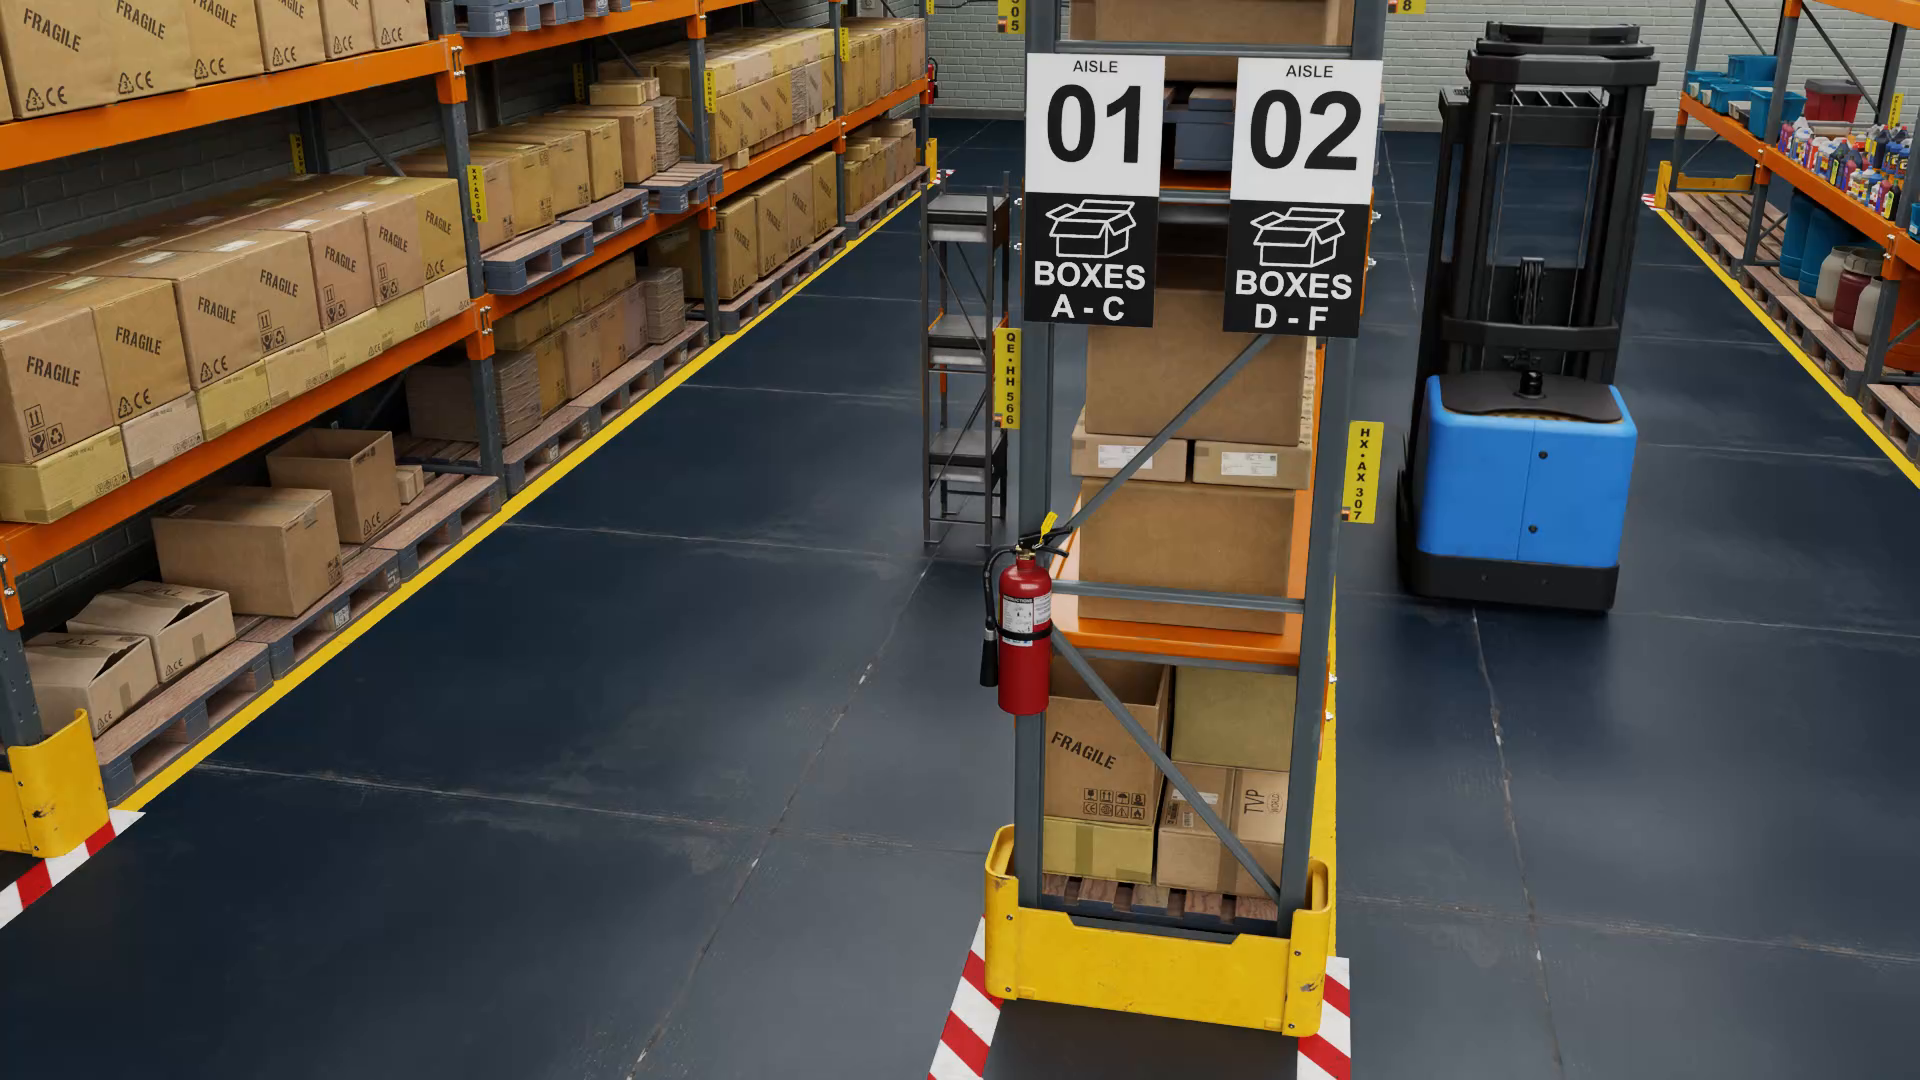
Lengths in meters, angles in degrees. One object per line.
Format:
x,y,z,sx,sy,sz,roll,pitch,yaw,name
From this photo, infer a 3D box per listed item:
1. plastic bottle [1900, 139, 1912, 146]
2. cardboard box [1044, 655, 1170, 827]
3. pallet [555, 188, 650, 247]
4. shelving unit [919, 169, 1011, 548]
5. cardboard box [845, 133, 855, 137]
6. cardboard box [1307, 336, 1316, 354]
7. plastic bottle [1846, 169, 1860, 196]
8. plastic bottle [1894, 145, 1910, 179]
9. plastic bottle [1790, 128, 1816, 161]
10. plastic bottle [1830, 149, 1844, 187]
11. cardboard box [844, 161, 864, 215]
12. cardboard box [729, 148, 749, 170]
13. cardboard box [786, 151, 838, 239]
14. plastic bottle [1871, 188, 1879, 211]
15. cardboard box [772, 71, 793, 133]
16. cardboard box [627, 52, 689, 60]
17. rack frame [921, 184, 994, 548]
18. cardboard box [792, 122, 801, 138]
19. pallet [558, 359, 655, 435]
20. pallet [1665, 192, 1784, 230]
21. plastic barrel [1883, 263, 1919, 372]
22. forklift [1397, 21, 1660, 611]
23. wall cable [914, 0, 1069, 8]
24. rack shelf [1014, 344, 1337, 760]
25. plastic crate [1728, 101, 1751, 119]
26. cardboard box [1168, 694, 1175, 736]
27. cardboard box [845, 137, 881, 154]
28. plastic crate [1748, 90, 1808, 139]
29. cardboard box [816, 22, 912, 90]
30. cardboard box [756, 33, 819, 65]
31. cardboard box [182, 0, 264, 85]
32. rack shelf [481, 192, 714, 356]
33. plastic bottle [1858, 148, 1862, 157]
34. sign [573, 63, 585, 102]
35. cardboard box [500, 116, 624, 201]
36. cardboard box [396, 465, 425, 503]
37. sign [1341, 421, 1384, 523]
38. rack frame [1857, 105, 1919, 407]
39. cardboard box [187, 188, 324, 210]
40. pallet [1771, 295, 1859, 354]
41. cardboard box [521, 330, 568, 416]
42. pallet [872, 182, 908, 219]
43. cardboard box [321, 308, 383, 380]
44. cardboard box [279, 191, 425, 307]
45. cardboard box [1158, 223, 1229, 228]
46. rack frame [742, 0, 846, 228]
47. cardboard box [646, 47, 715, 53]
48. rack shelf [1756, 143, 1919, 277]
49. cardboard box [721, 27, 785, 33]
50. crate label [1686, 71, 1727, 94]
8.043,-3.278,14.143,0.152,0.276,0.135,4,22,11,plastic bottle
0.506,0.701,6.211,0.500,0.500,0.500,4,22,11,cardboard box
-2.894,-2.298,11.802,1.003,0.211,1.213,4,22,11,pallet
0.034,-1.035,9.612,0.431,2.100,0.503,4,22,11,shelving unit
-1.422,-4.618,19.219,0.380,0.149,0.250,4,22,10,cardboard box
1.239,-0.758,6.718,0.380,0.149,0.250,4,22,10,cardboard box
7.061,-2.822,13.111,0.097,0.201,0.097,0,22,0,plastic bottle
7.843,-3.144,13.818,0.097,0.271,0.097,0,22,0,plastic bottle
7.443,-3.491,14.672,0.152,0.276,0.135,4,22,11,plastic bottle
7.132,-3.020,13.493,0.061,0.283,0.133,4,22,11,plastic bottle
-1.461,-3.878,18.252,0.700,0.500,0.500,5,22,12,cardboard box
-2.039,-3.292,14.323,0.380,0.149,0.250,5,23,13,cardboard box
-1.719,-3.527,16.912,0.750,0.750,0.750,5,22,12,cardboard box
6.922,-2.573,12.493,0.097,0.201,0.097,0,22,0,plastic bottle
-1.863,-4.030,15.285,0.500,0.500,0.500,5,22,12,cardboard box
-2.582,-4.031,14.284,0.500,0.250,0.500,4,22,9,cardboard box
-0.016,-0.945,9.390,0.400,2.100,0.015,4,22,11,rack frame
-1.742,-3.954,15.966,0.380,0.149,0.250,4,22,11,cardboard box
-2.942,-1.091,12.279,1.003,0.211,1.213,4,22,11,pallet
8.595,-3.693,18.741,1.003,0.211,1.213,4,22,11,pallet
7.252,-1.728,12.471,0.600,0.830,0.708,4,22,11,plastic barrel
3.262,-1.508,9.675,1.130,2.935,3.031,5,22,12,forklift
0.606,-9.424,25.364,3.097,2.526,0.112,4,22,11,wall cable
1.096,-0.210,7.323,1.077,0.370,4.000,4,22,11,rack shelf
8.046,-4.387,17.005,0.293,0.136,0.466,4,22,11,plastic crate
0.698,0.683,7.262,0.500,0.250,0.500,4,22,11,cardboard box
-1.106,-4.482,18.882,0.380,0.149,0.250,4,22,9,cardboard box
7.746,-4.039,15.809,0.392,0.384,0.575,4,22,11,plastic crate
-1.129,-5.725,19.653,0.980,0.700,0.700,4,22,10,cardboard box
-1.672,-4.742,16.051,0.500,0.250,0.500,5,22,12,cardboard box
-3.514,-2.321,7.424,0.500,0.500,0.500,6,23,14,cardboard box
-2.938,-2.049,11.890,1.077,0.370,4.000,4,22,11,rack shelf
7.332,-3.076,13.649,0.097,0.271,0.097,0,22,0,plastic bottle
-3.074,-3.693,13.458,0.100,0.325,0.005,4,22,11,sign
-2.849,-2.735,11.907,0.700,0.500,0.500,4,22,11,cardboard box
-3.426,-0.344,9.895,0.380,0.166,0.250,2,22,4,cardboard box
1.230,-0.206,5.086,0.100,0.325,0.005,4,22,11,sign
7.169,-2.359,11.697,1.000,3.000,0.127,4,22,11,rack frame
-3.756,-1.594,8.967,0.500,0.500,0.500,4,22,11,cardboard box
7.540,-1.802,14.046,1.003,0.211,1.213,4,22,11,pallet
-3.156,-1.159,11.475,0.700,0.500,0.500,4,22,10,cardboard box
-1.235,-4.004,19.512,1.003,0.211,1.213,4,22,11,pallet
-3.343,-1.028,8.566,0.500,0.250,0.500,4,22,11,cardboard box
-3.236,-1.560,8.881,0.500,0.500,0.500,4,22,11,cardboard box
1.010,-1.027,6.518,0.700,0.500,0.500,5,22,11,cardboard box
-1.714,-4.577,17.204,1.000,3.000,0.127,4,22,11,rack frame
-2.474,-4.218,14.749,0.500,0.250,0.500,4,22,10,cardboard box
7.577,-2.757,13.647,1.077,0.370,4.000,4,22,11,rack shelf
-2.063,-4.971,16.618,0.500,0.250,0.500,5,23,13,cardboard box
8.428,-5.170,18.819,0.416,0.233,0.303,4,22,11,crate label
